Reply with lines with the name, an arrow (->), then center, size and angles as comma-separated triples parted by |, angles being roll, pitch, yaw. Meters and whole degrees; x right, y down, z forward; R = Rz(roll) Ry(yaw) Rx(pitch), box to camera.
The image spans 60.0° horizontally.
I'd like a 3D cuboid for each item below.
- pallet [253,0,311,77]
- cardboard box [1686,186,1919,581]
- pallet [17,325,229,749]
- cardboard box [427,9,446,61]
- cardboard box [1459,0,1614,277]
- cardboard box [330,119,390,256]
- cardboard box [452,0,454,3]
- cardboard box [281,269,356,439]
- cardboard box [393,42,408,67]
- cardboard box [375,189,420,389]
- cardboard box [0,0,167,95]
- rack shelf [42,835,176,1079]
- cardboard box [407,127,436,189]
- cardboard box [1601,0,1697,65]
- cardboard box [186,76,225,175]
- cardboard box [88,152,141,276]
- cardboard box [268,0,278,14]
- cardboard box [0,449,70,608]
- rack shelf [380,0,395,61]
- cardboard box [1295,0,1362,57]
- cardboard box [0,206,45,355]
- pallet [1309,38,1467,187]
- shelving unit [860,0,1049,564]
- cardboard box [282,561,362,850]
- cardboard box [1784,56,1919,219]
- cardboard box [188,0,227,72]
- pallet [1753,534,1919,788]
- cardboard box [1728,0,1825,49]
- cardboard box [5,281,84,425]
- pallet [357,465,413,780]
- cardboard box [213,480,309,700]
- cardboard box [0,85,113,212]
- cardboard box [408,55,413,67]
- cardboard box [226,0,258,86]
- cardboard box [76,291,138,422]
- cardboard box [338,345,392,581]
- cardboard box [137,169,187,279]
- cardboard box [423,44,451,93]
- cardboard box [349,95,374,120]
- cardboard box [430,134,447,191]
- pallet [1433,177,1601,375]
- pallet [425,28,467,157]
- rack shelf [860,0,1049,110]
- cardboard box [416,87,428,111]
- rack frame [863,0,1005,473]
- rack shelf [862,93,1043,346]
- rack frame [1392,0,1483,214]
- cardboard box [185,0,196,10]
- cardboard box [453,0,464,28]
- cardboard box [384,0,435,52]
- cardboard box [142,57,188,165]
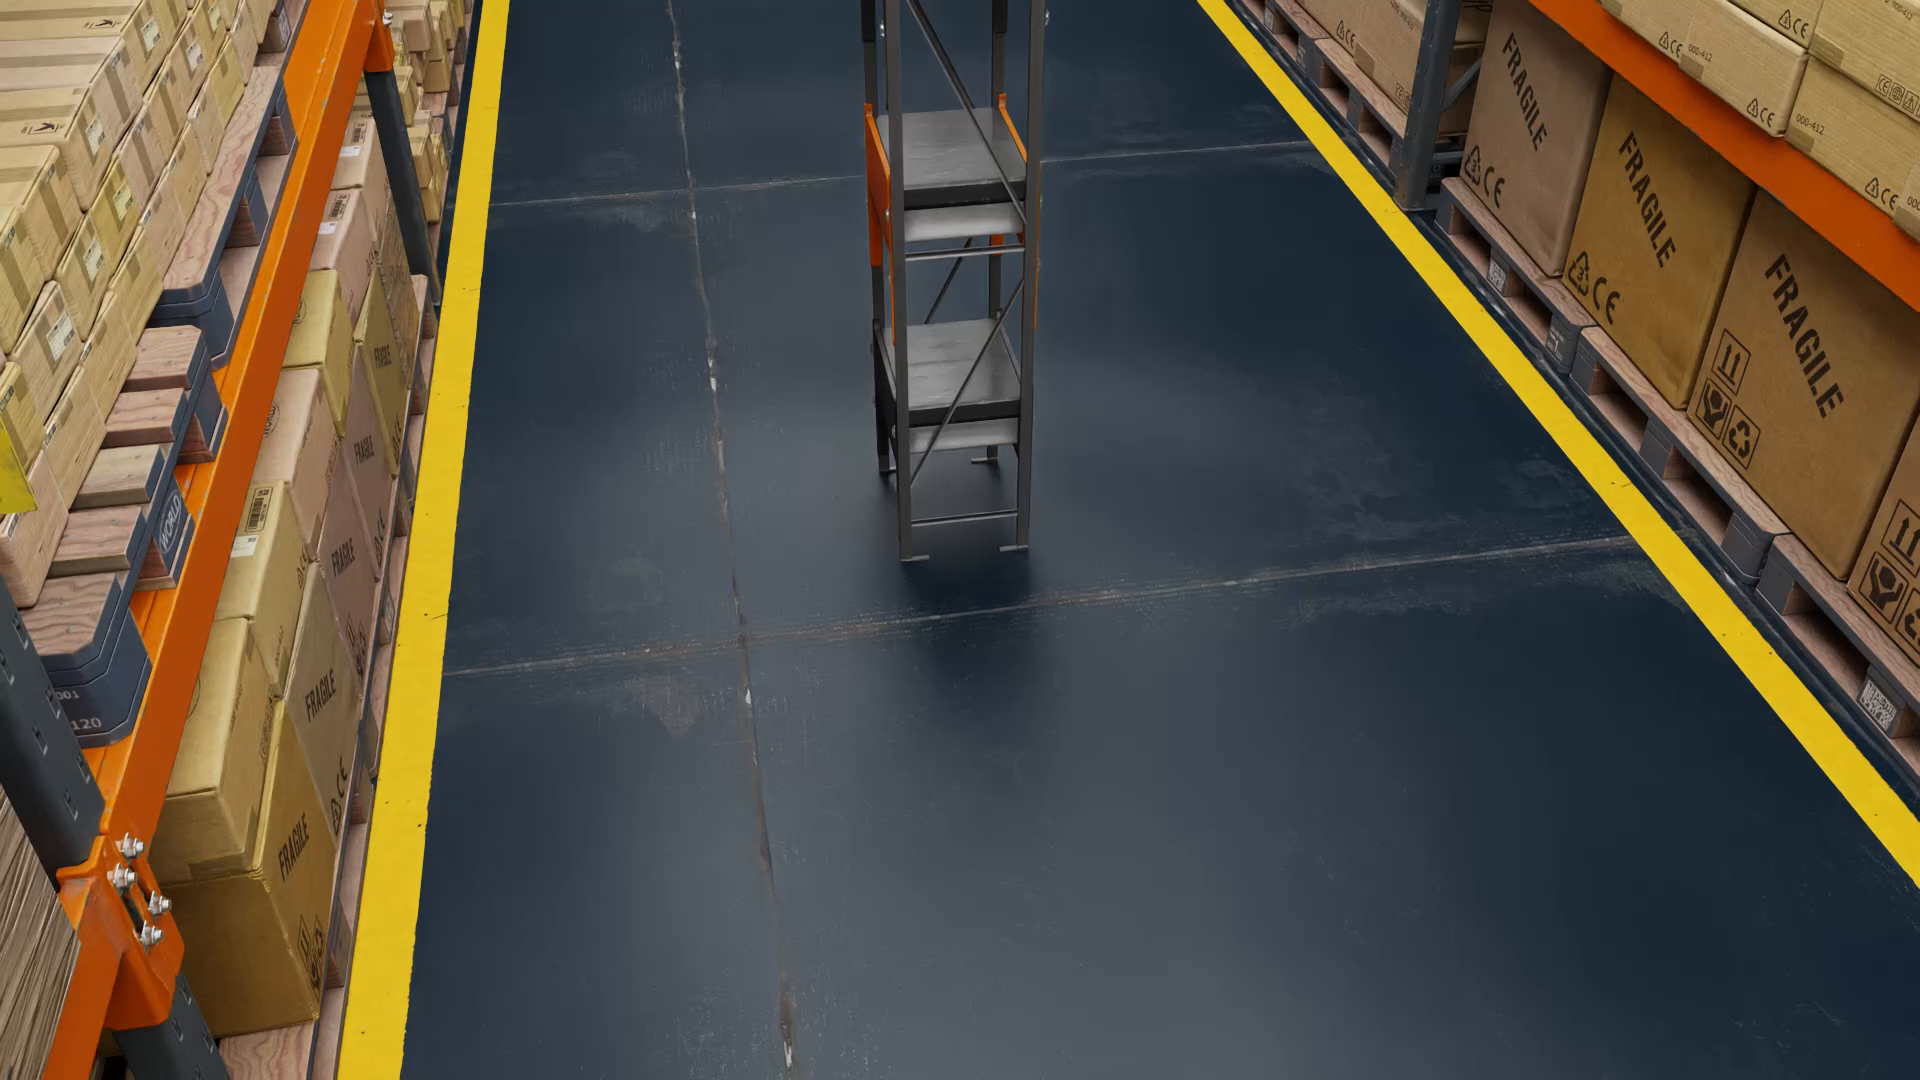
pallet -> -2.511, -1.507, 4.901 | 1.003, 0.211, 1.213 | -6, 38, -8
cardboard box -> 2.863, -0.529, 4.876 | 0.875, 0.875, 0.875 | -6, 38, -7
pallet -> -2.031, 0.013, 2.945 | 1.213, 0.211, 1.003 | -6, 38, -8
cardboard box -> -2.513, -2.248, 7.438 | 0.380, 0.149, 0.250 | -7, 38, -8
cardboard box -> 2.541, -1.614, 6.272 | 0.875, 0.875, 0.875 | -5, 38, -7
cardboard box -> -2.123, -1.112, 5.320 | 0.500, 0.250, 0.500 | -7, 38, -9
cardboard box -> -2.607, -2.563, 7.843 | 0.380, 0.149, 0.250 | -4, 38, -6
cardboard box -> -1.939, -0.482, 4.510 | 0.500, 0.250, 0.500 | -8, 39, -10
cardboard box -> -2.441, -1.885, 6.728 | 0.380, 0.149, 0.250 | -7, 38, -9
cardboard box -> -2.124, -0.819, 5.554 | 0.500, 0.500, 0.500 | -7, 38, -9
cardboard box -> -1.923, -1.039, 3.520 | 0.380, 0.149, 0.250 | -5, 38, -7
rack shelf -> -1.450, 1.848, 1.012 | 1.077, 0.370, 4.000 | -6, 38, -8
cardboard box -> -2.251, -1.471, 6.437 | 0.380, 0.149, 0.250 | -5, 38, -6
cardboard box -> 2.337, -1.676, 5.085 | 0.500, 0.250, 0.500 | -7, 38, -8
cardboard box -> -1.959, -0.960, 3.904 | 0.380, 0.149, 0.250 | -7, 38, -9
cardboard box -> -1.832, -0.618, 3.221 | 0.380, 0.149, 0.250 | -6, 38, -8
cardboard box -> -2.150, -1.600, 4.727 | 0.380, 0.149, 0.250 | -6, 38, -8
cardboard box -> -1.681, -0.002, 2.671 | 0.380, 0.149, 0.250 | -7, 38, -9
rack shelf -> -2.853, -2.984, 7.232 | 1.077, 0.370, 4.000 | -6, 38, -8
cardboard box -> 2.192, -2.739, 8.076 | 0.875, 0.438, 0.875 | -7, 38, -9
cardboard box -> -1.741, -0.407, 2.707 | 0.380, 0.149, 0.250 | -7, 38, -9
pallet -> 2.297, -2.020, 7.678 | 1.003, 0.211, 1.213 | -6, 38, -8
shelving unit -> -0.029, -0.929, 4.735 | 0.431, 2.100, 0.503 | -6, 38, -8
cardboard box -> -1.765, 0.420, 3.960 | 0.500, 0.500, 0.500 | -6, 38, -7
cardboard box -> 2.533, -1.068, 4.302 | 0.500, 0.250, 0.500 | -7, 38, -8
cardboard box -> -2.003, -1.229, 4.007 | 0.380, 0.149, 0.250 | -6, 38, -8
pallet -> 2.991, 0.380, 4.589 | 1.003, 0.211, 1.213 | -6, 38, -8
cardboard box -> 2.425, -1.571, 4.541 | 0.500, 0.250, 0.500 | -7, 38, -9
cardboard box -> -1.738, -0.305, 2.818 | 0.380, 0.149, 0.250 | -4, 38, -6
pallet -> -2.147, 0.250, 4.756 | 1.003, 0.211, 1.213 | -6, 38, -8
cardboard box -> -1.772, 0.133, 3.718 | 0.500, 0.250, 0.500 | -7, 38, -9
cardboard box -> -1.825, -0.716, 3.104 | 0.380, 0.149, 0.250 | -8, 39, -10
cardboard box -> -2.506, -1.920, 7.016 | 0.380, 0.149, 0.250 | -8, 39, -10
cardboard box -> -2.052, -1.281, 4.317 | 0.380, 0.149, 0.250 | -8, 39, -10
cardboard box -> -1.775, -0.327, 3.089 | 0.380, 0.149, 0.250 | -4, 38, -6
cardboard box -> -1.949, -0.198, 4.756 | 0.500, 0.500, 0.500 | -7, 38, -9
cardboard box -> -1.873, -0.651, 3.505 | 0.380, 0.149, 0.250 | -5, 38, -6
cardboard box -> -2.517, -2.134, 7.533 | 0.380, 0.149, 0.250 | -7, 38, -9
cardboard box -> -2.359, -1.565, 6.316 | 0.380, 0.149, 0.250 | -5, 38, -6
cardboard box -> -2.296, -1.515, 6.737 | 0.380, 0.149, 0.250 | -5, 38, -7
pallet -> 2.563, -1.094, 6.486 | 1.003, 0.211, 1.213 | -6, 38, -8
pallet -> -2.872, -2.099, 7.780 | 1.003, 0.211, 1.213 | -6, 38, -8
rack shelf -> -0.029, -1.471, 4.313 | 0.431, 0.518, 0.480 | -6, 38, -8
cardboard box -> -2.485, -1.807, 7.113 | 0.380, 0.149, 0.250 | -7, 38, -9
rack frame -> -0.072, -1.077, 4.924 | 0.400, 2.100, 0.015 | -6, 38, -8
rack shelf -> -0.029, -0.918, 4.743 | 0.431, 0.518, 0.480 | -6, 38, -8
rack frame -> 2.354, -2.653, 6.220 | 1.000, 3.000, 0.127 | -6, 38, -8
cardboard box -> -2.012, -1.353, 3.924 | 0.380, 0.149, 0.250 | -8, 39, -10
cardboard box -> -2.637, -2.612, 8.149 | 0.380, 0.149, 0.250 | -8, 39, -10
cardboard box -> -2.474, -2.203, 7.137 | 0.380, 0.149, 0.250 | -5, 38, -7
cardboard box -> -1.915, -0.919, 3.608 | 0.380, 0.149, 0.250 | -7, 38, -8
